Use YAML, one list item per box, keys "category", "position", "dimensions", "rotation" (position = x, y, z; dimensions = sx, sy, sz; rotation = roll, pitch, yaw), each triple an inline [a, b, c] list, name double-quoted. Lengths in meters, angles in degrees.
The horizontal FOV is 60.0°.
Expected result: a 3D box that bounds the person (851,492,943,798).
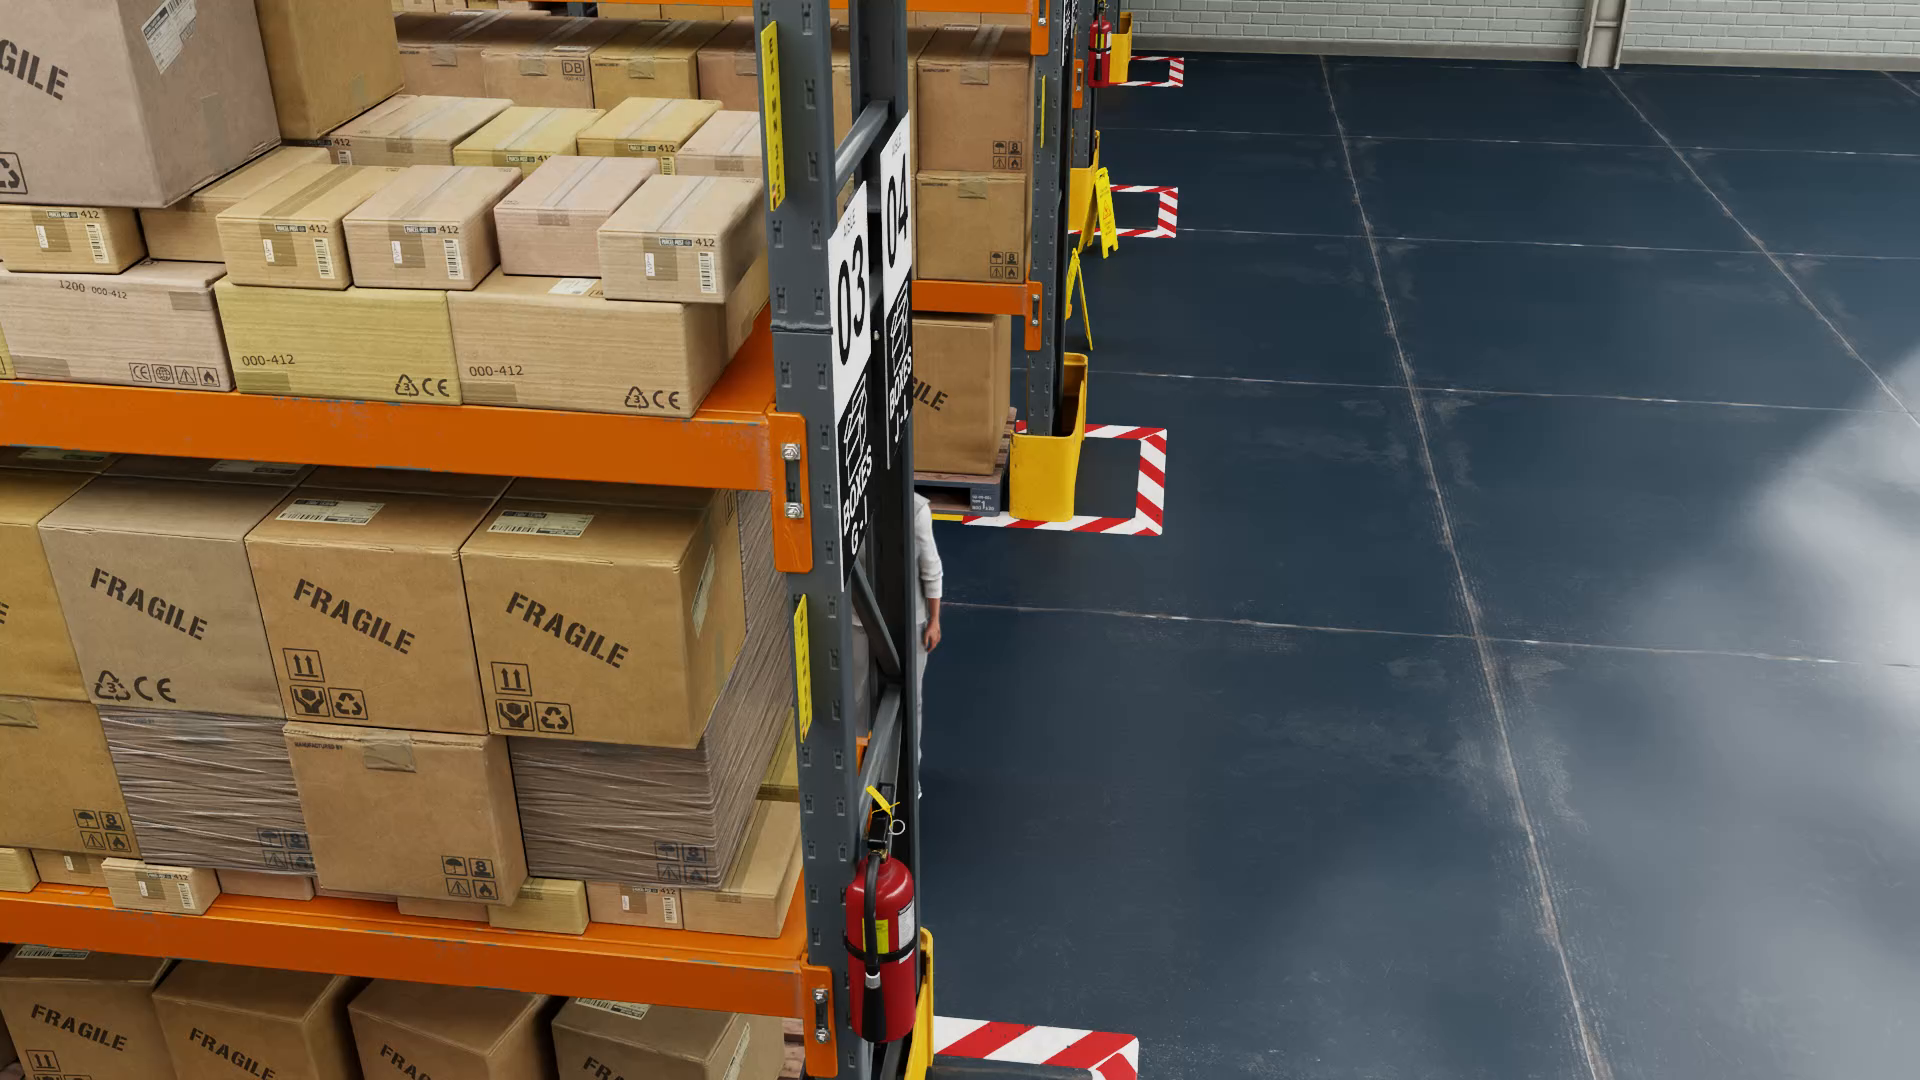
- category: "person"
  position: [-0.306, 0.322, 6.551]
  dimensions: [0.480, 1.591, 0.347]
  rotation: [2, 29, 3]
